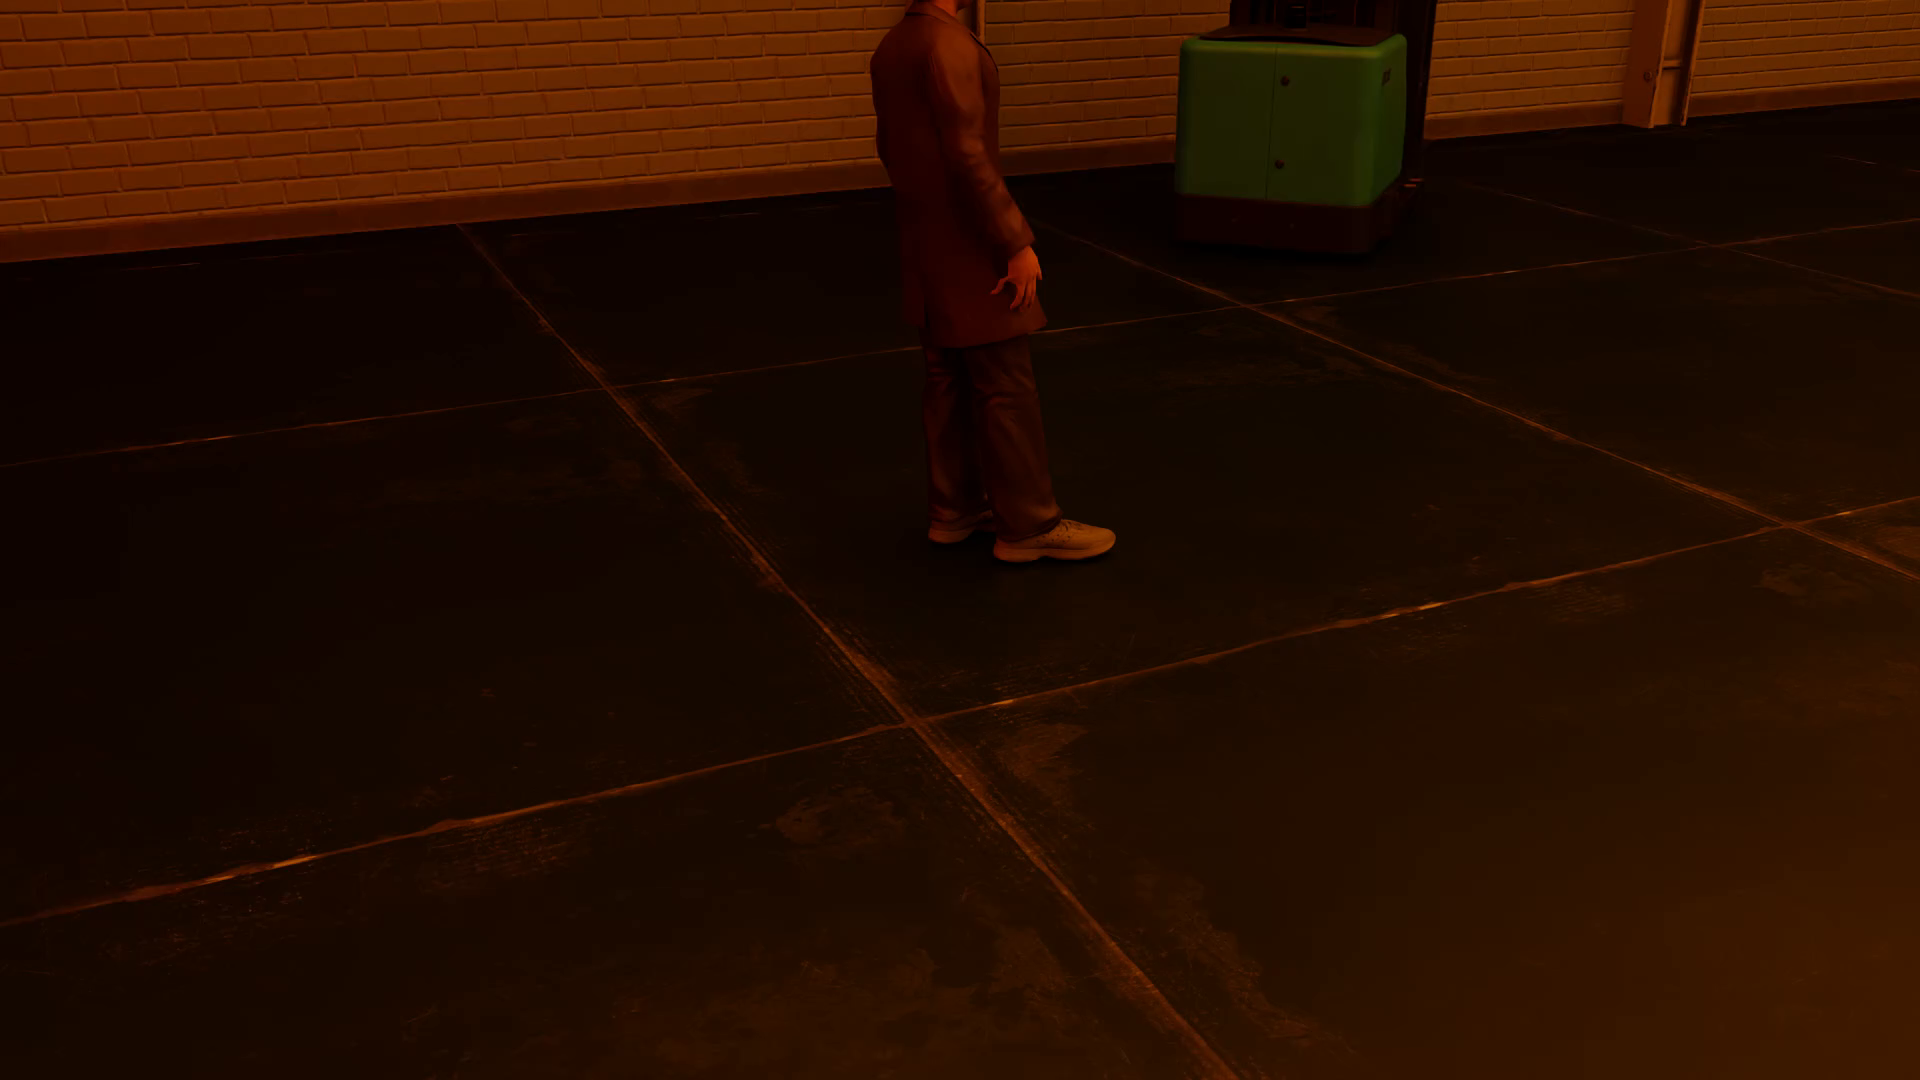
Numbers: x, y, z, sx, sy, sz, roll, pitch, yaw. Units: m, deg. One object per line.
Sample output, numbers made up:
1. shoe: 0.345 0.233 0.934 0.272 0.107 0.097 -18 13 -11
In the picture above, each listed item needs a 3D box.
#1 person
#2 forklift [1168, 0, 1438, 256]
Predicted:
1. person: 0.084 -0.841 4.794 0.582 1.776 0.696 -10 25 -23
2. forklift: 2.135 -3.325 9.291 1.130 2.935 3.031 9 24 21
